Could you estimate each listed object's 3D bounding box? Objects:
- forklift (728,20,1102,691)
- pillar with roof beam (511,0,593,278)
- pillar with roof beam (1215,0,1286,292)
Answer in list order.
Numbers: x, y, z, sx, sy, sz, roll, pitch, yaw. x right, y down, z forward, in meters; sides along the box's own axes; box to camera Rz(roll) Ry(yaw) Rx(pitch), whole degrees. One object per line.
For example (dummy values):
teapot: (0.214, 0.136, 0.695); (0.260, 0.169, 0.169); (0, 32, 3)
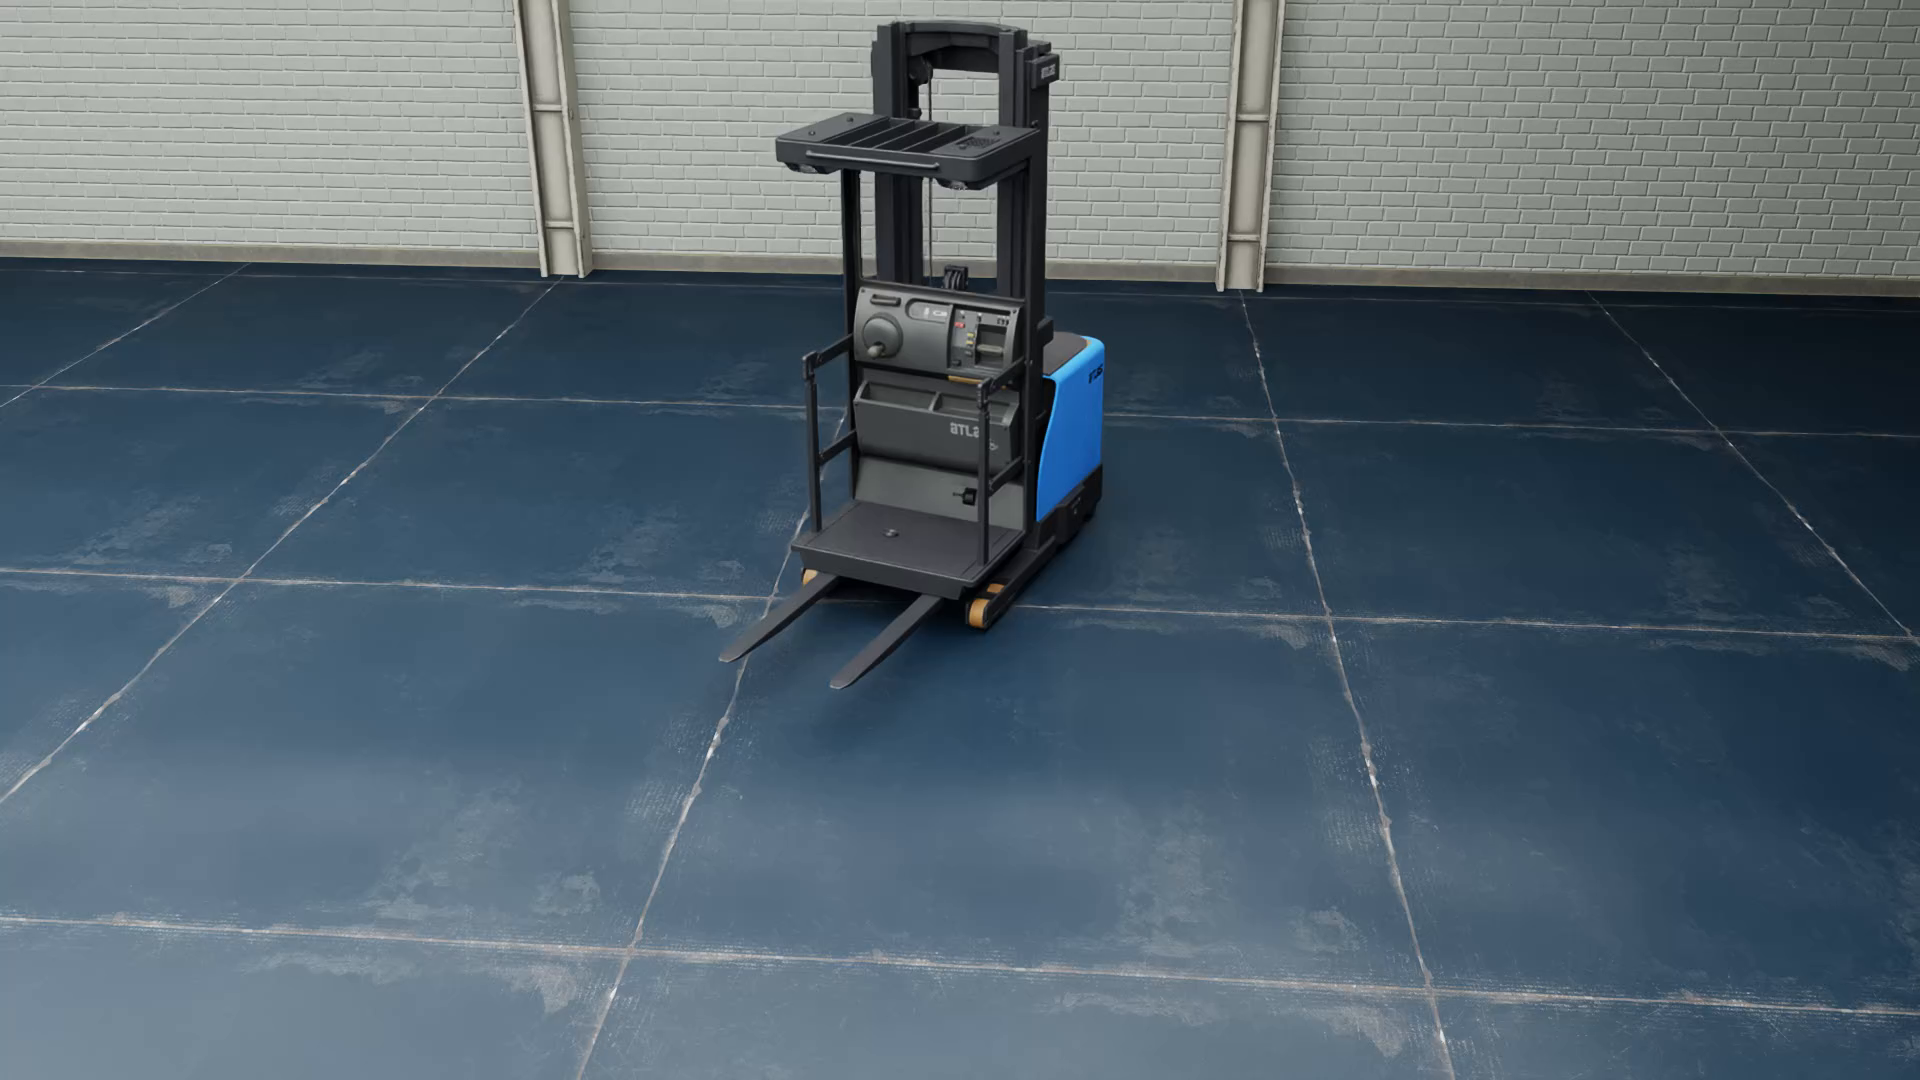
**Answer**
forklift: (-0.200, -1.067, 8.563); (1.130, 2.935, 3.031); (10, 27, 21)
pillar with roof beam: (-3.866, -4.707, 9.214); (0.400, 9.000, 9.100); (2, 25, 4)
pillar with roof beam: (2.116, -4.515, 8.797); (0.400, 9.000, 9.100); (2, 25, 4)
